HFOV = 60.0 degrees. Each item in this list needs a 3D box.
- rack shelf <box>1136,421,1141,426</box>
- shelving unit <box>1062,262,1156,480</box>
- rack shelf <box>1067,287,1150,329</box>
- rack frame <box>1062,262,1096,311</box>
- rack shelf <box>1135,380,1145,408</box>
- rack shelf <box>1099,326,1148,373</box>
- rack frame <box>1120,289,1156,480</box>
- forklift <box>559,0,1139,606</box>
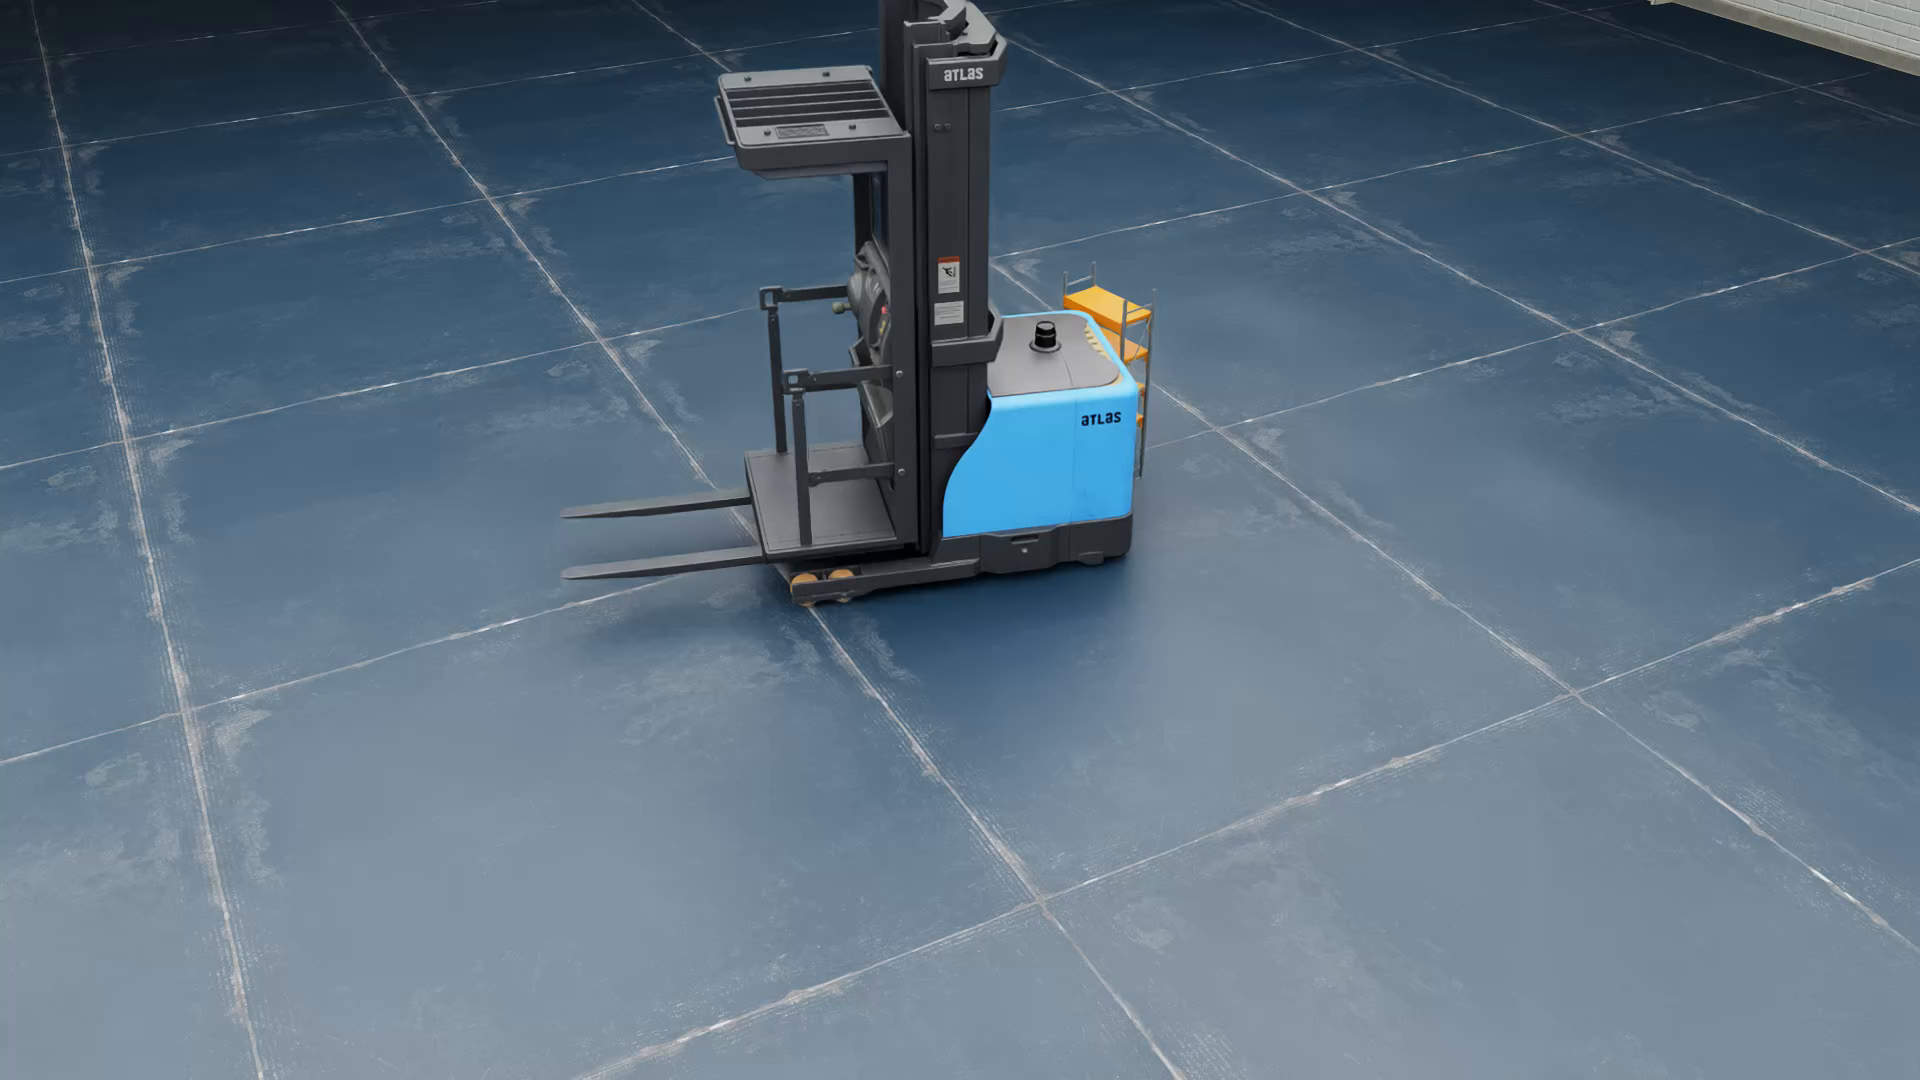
[{"bbox_3d":[0.832,-0.741,9.733,0.199,0.029,0.442,-23,39,-32],"label":"rack shelf"},{"bbox_3d":[0.832,-0.941,9.605,0.258,1.200,0.503,-23,39,-32],"label":"shelving unit"},{"bbox_3d":[0.834,-1.305,9.373,0.221,0.050,0.457,-23,39,-32],"label":"rack shelf"},{"bbox_3d":[0.680,-1.044,9.765,0.240,1.200,0.015,-23,39,-32],"label":"rack frame"},{"bbox_3d":[0.832,-0.884,9.641,0.258,0.148,0.480,-23,39,-32],"label":"rack shelf"},{"bbox_3d":[0.833,-1.073,9.521,0.258,0.148,0.480,-23,39,-32],"label":"rack shelf"},{"bbox_3d":[0.985,-0.838,9.445,0.240,1.200,0.015,-23,39,-32],"label":"rack frame"},{"bbox_3d":[-0.638,-1.202,8.409,3.031,2.935,1.130,-7,33,-10],"label":"forklift"}]
